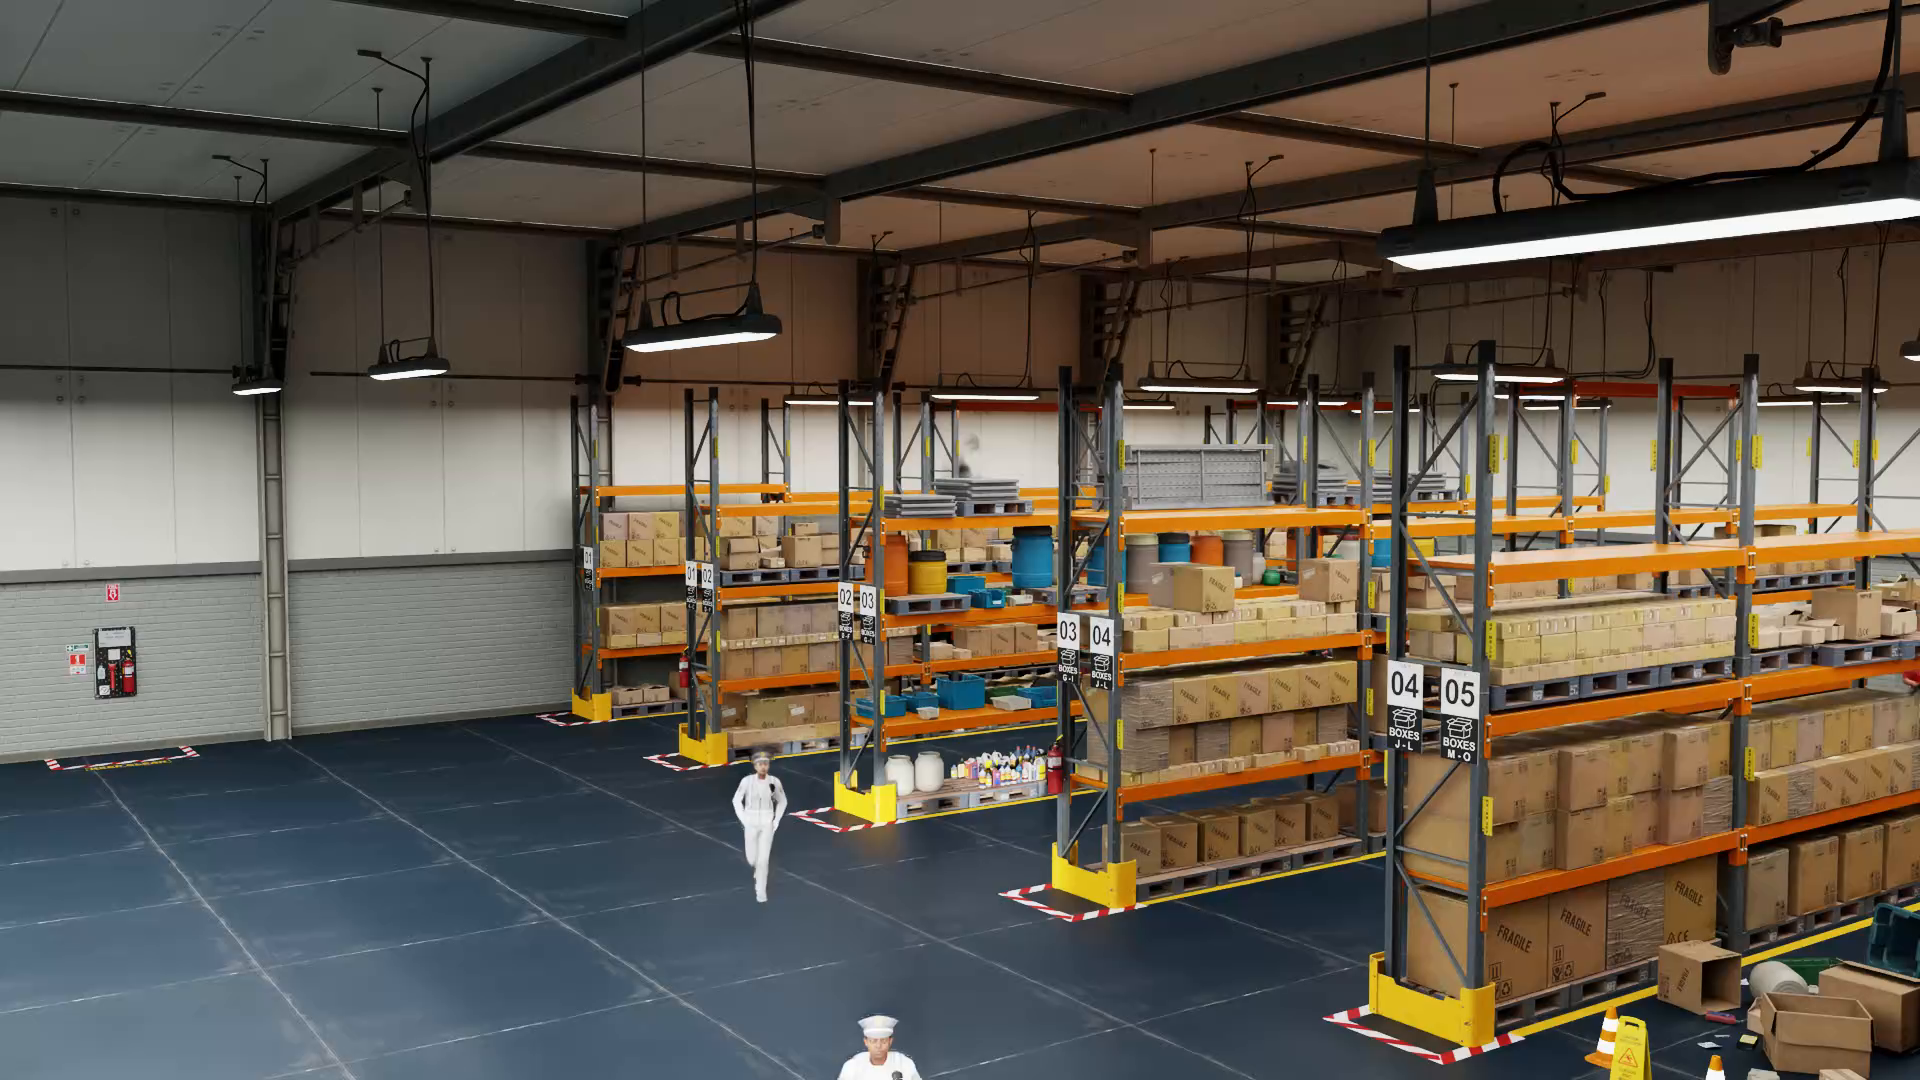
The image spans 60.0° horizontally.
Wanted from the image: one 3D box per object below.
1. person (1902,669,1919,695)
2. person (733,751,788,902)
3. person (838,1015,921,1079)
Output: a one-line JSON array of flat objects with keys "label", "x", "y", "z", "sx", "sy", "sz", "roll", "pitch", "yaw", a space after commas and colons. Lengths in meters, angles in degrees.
[{"label": "person", "x": 15.985, "y": 2.649, "z": 27.651, "sx": 0.667, "sy": 1.751, "sz": 0.941, "roll": -1, "pitch": 4, "yaw": -12}, {"label": "person", "x": -2.261, "y": 3.209, "z": 18.840, "sx": 0.615, "sy": 1.674, "sz": 0.552, "roll": 0, "pitch": 3, "yaw": -6}, {"label": "person", "x": -0.504, "y": 3.717, "z": 10.218, "sx": 0.582, "sy": 1.663, "sz": 0.531, "roll": 0, "pitch": 3, "yaw": 1}]
